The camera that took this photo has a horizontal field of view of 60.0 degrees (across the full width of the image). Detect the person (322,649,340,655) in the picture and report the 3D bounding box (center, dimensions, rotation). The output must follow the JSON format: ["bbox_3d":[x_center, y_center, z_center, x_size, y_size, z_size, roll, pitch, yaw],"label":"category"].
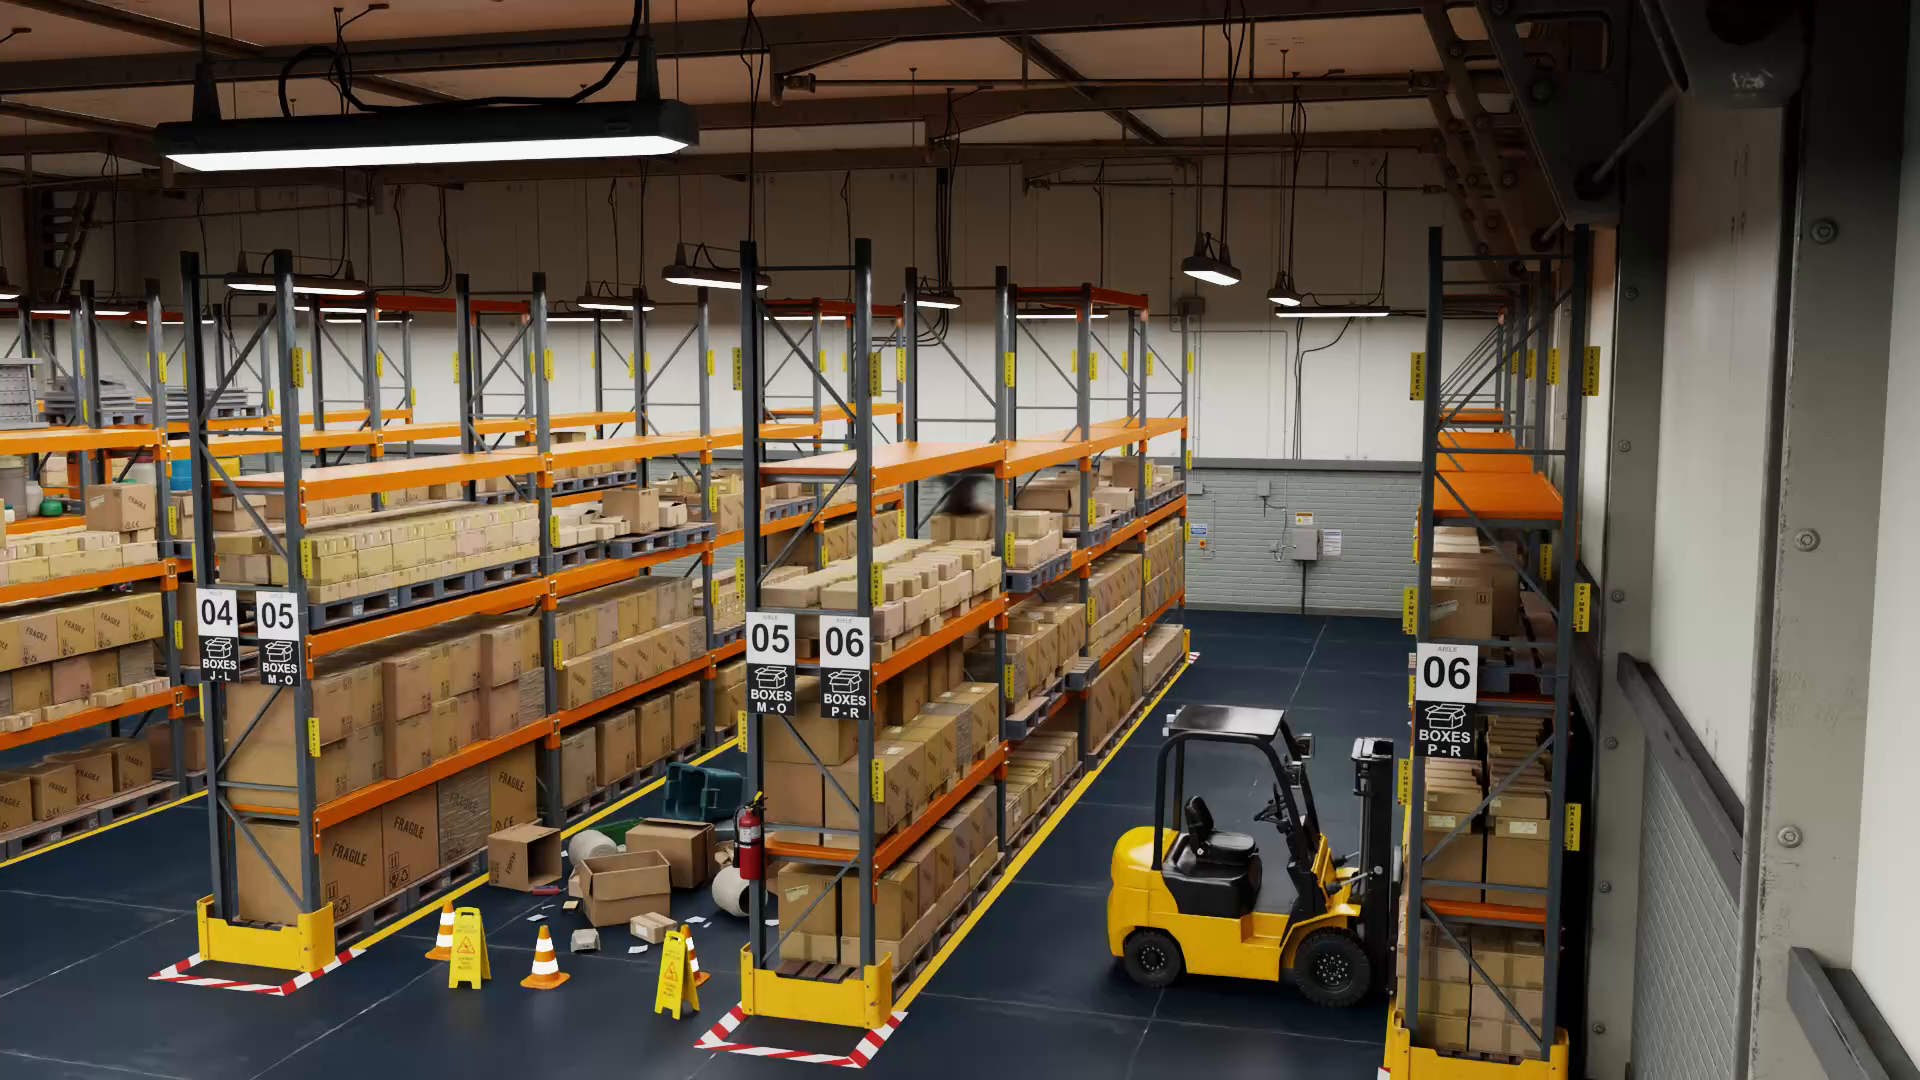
[{"bbox_3d":[-7.564,2.081,19.933,0.492,1.724,1.002,1,6,9],"label":"person"}]
